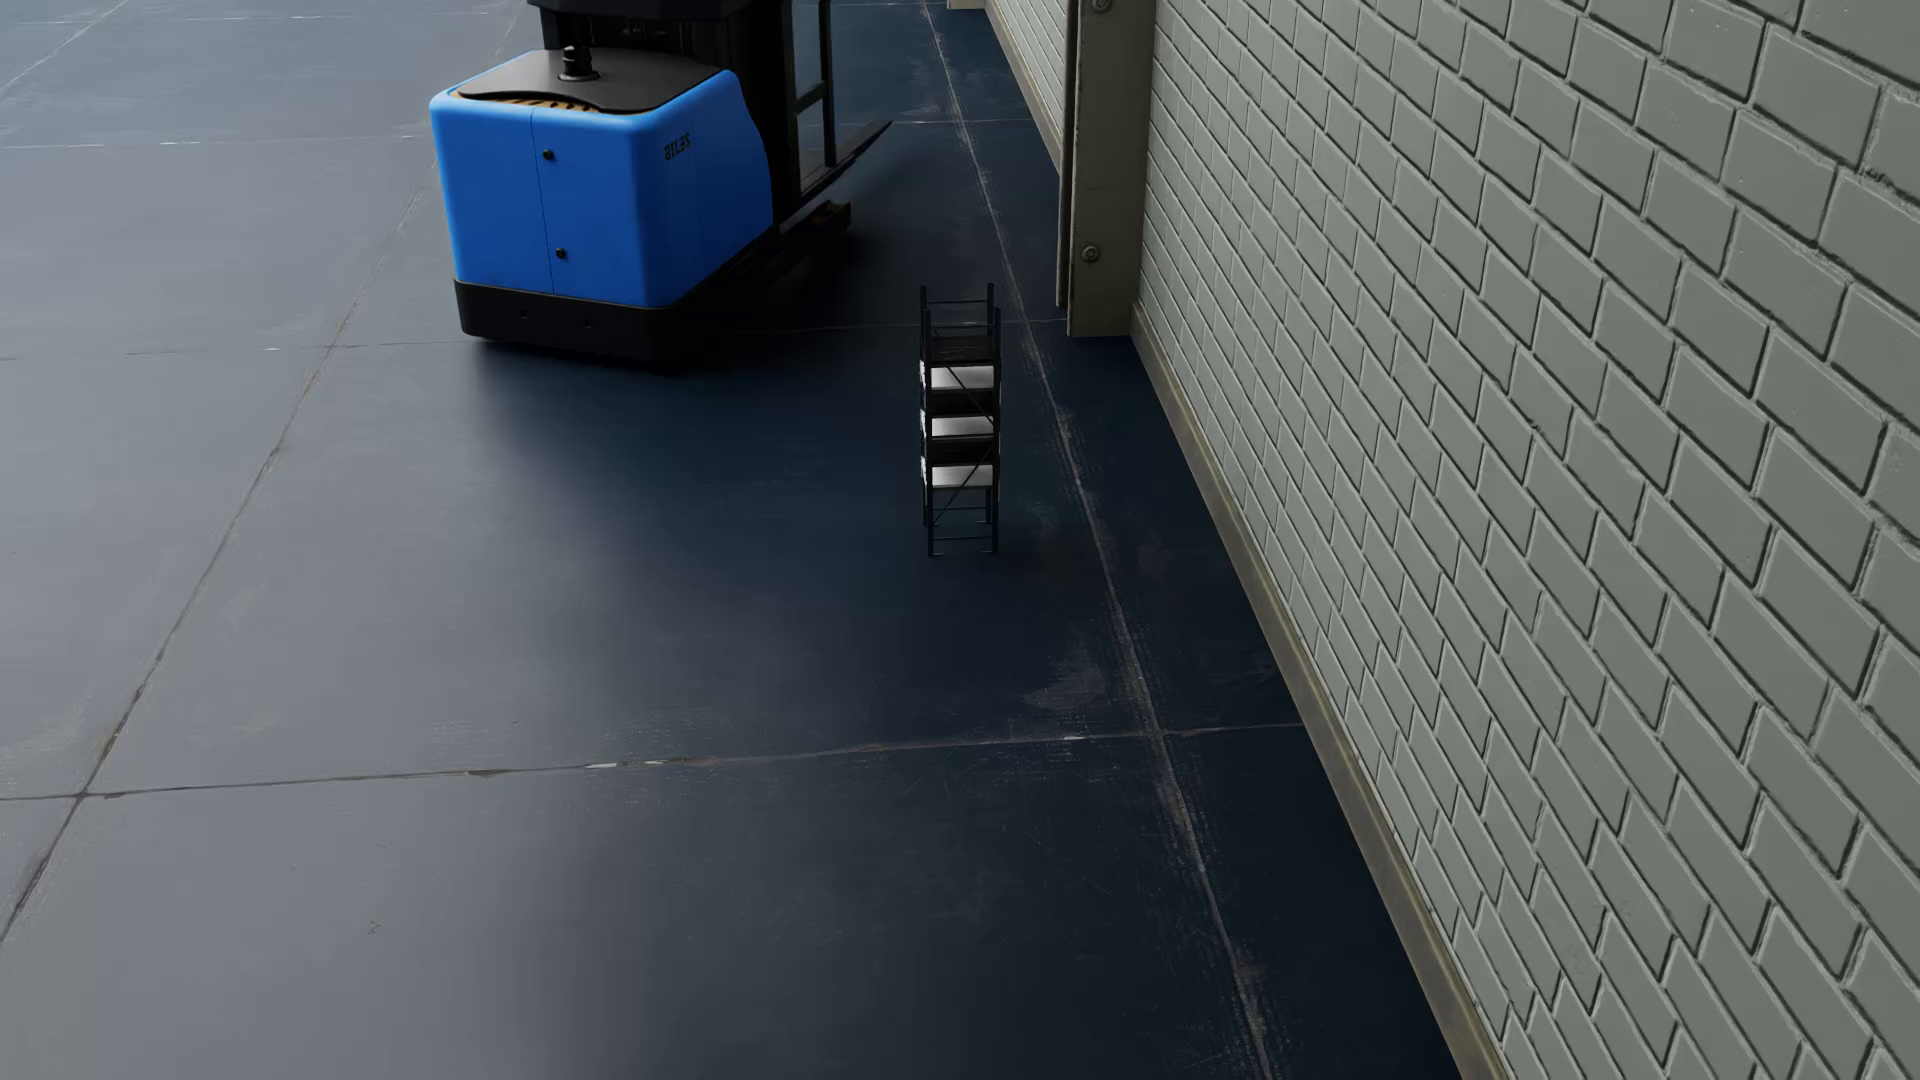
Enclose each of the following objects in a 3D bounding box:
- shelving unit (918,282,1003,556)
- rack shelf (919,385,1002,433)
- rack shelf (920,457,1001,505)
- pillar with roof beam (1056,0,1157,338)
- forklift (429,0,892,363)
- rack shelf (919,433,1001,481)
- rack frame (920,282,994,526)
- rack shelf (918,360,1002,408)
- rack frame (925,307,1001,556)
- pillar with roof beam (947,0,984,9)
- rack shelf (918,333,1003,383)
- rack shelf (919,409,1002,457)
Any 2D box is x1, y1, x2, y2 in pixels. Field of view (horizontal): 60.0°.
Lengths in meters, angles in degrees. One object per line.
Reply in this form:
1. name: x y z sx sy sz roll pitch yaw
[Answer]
1. shelving unit: -0.001 -0.390 5.526 0.258 0.900 0.210 -3 31 -5
2. rack shelf: -0.001 -0.439 5.497 0.258 0.077 0.200 -3 31 -5
3. rack shelf: -0.001 -0.207 5.636 0.258 0.077 0.200 -3 31 -5
4. pillar with roof beam: -3.679 -4.645 4.752 9.100 9.000 0.400 -3 31 -5
5. forklift: -1.182 -2.729 7.460 1.130 2.935 3.031 10 32 16
6. rack shelf: -0.001 -0.285 5.589 0.258 0.077 0.200 -3 31 -5
7. rack frame: -0.010 -0.442 5.613 0.240 0.900 0.006 -3 31 -5
8. rack shelf: -0.001 -0.516 5.451 0.258 0.077 0.200 -3 31 -5
9. rack frame: 0.009 -0.339 5.439 0.240 0.900 0.006 -3 31 -5
10. pillar with roof beam: -4.239 -7.709 9.880 9.100 9.000 0.400 -3 31 -5
11. rack shelf: -0.001 -0.594 5.405 0.258 0.077 0.200 -3 31 -5
12. rack shelf: -0.001 -0.362 5.543 0.258 0.077 0.200 -3 31 -5
